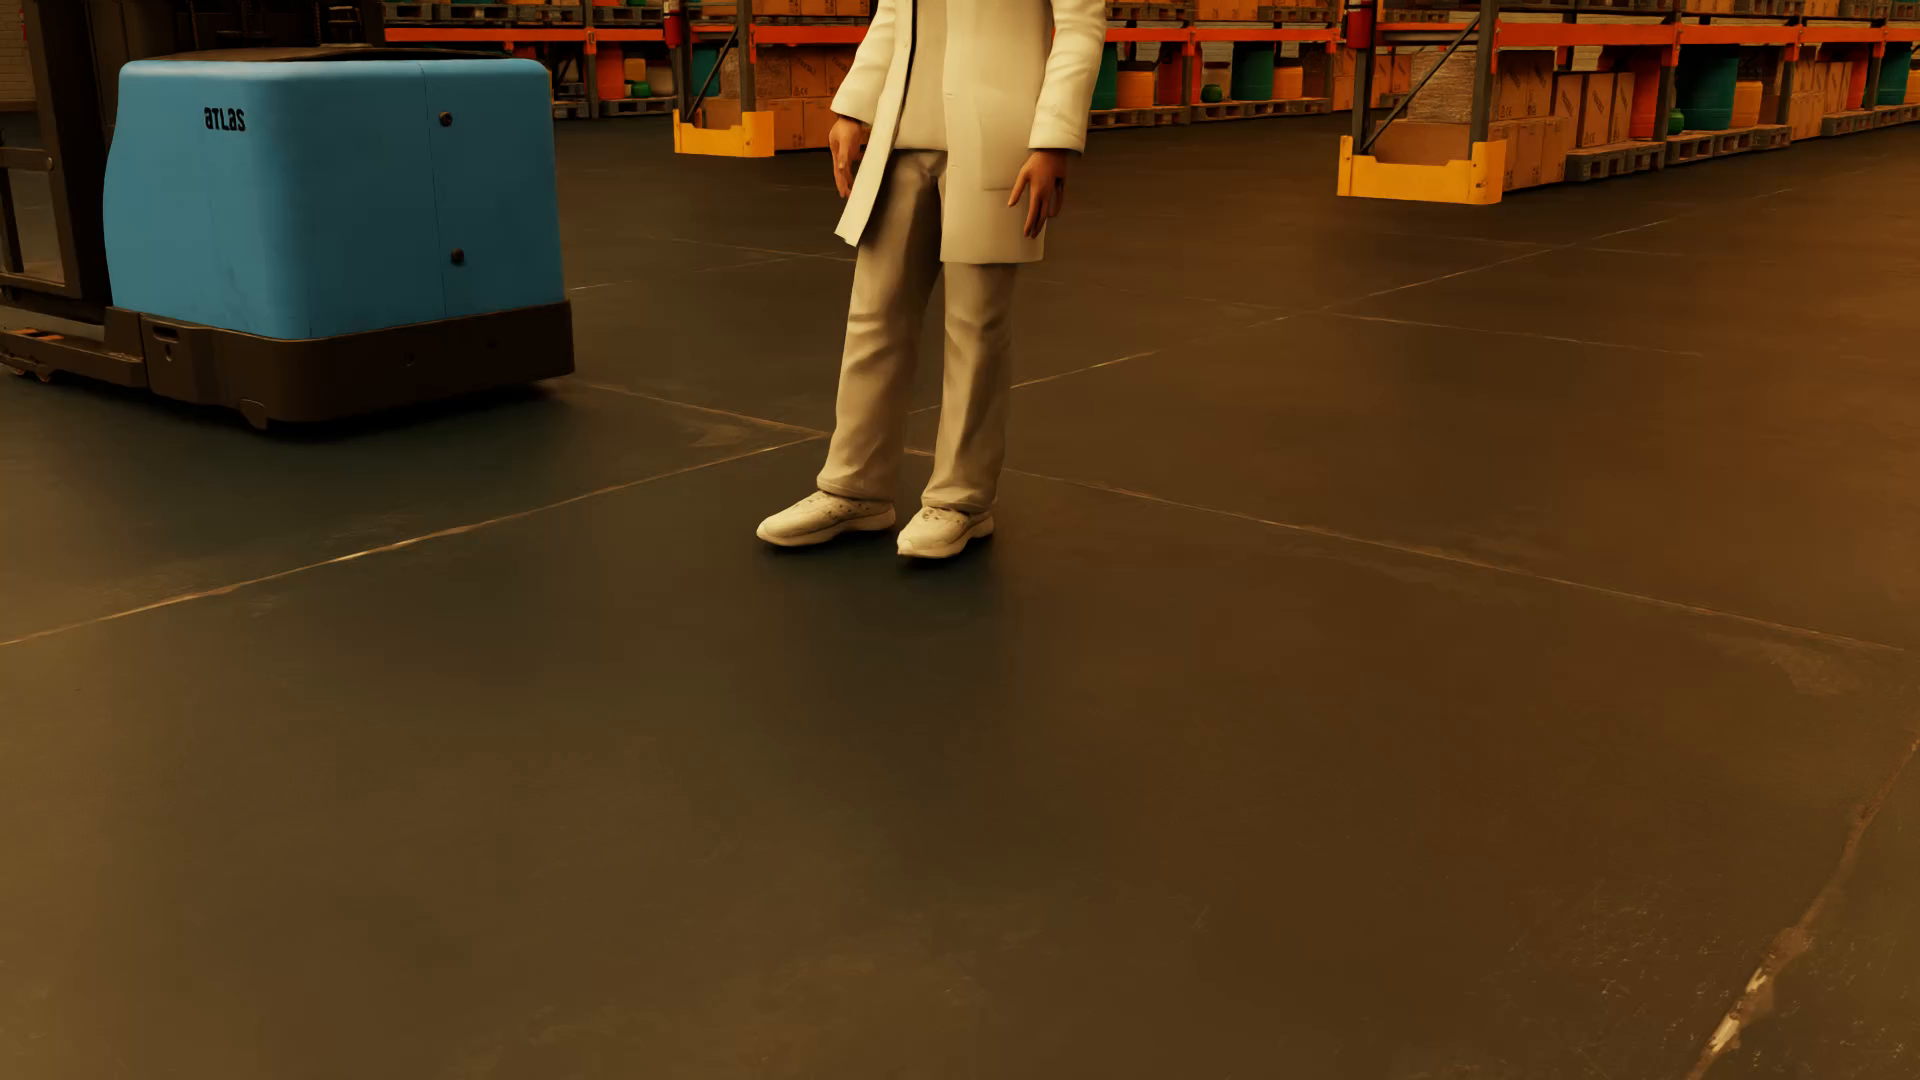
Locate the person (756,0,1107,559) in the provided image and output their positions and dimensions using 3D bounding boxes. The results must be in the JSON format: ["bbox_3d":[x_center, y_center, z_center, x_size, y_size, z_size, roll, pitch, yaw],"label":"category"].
[{"bbox_3d":[-0.061,-0.838,3.618,0.696,1.775,0.581,13,21,37],"label":"person"}]

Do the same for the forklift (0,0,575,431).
[{"bbox_3d":[-2.757,-2.051,5.652,3.031,2.935,1.130,13,21,36],"label":"forklift"}]
